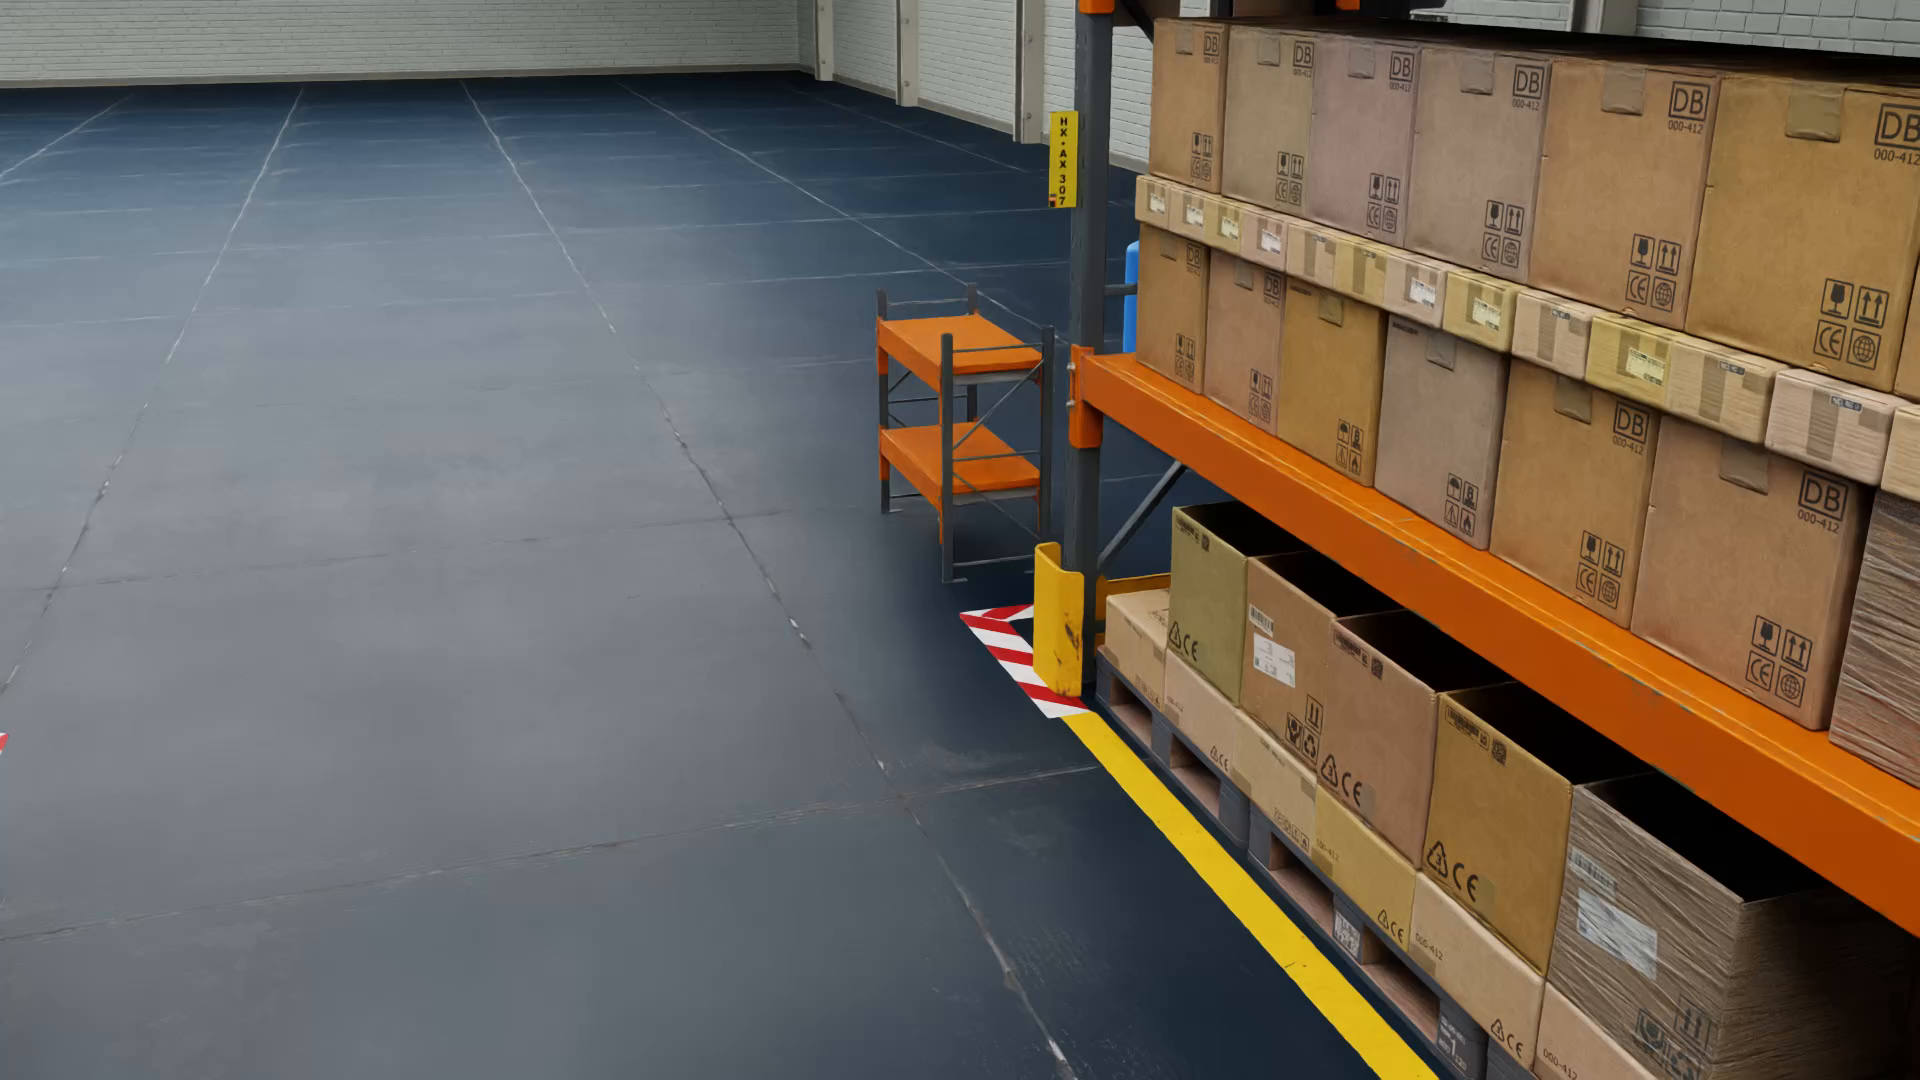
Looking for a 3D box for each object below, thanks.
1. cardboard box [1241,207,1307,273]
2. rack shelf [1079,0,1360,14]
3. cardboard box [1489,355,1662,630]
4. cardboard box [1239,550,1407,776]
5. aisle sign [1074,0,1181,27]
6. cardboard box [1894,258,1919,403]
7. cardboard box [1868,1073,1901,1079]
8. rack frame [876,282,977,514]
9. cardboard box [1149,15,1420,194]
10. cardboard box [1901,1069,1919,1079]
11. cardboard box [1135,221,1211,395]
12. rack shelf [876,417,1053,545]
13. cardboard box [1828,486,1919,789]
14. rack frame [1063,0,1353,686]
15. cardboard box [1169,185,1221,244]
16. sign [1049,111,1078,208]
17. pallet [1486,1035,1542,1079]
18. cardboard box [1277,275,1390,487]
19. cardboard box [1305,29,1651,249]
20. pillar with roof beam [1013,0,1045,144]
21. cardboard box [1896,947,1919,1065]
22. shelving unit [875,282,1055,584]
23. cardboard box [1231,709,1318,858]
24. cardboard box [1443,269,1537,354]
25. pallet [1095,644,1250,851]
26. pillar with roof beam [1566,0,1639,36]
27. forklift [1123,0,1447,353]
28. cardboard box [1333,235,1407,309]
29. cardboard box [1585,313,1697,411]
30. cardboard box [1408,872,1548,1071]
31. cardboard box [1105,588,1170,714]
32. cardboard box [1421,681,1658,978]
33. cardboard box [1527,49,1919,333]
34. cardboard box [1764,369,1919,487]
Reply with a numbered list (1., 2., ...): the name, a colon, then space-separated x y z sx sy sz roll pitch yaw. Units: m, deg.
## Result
1. cardboard box: 1.044 -0.880 4.822 0.380 0.149 0.250 -7 21 -18
2. rack shelf: 1.514 -1.354 3.875 1.077 0.370 4.000 -6 21 -17
3. cardboard box: 1.671 -0.158 3.770 0.700 0.500 0.500 -6 21 -16
4. cardboard box: 1.171 0.336 4.880 0.500 0.500 0.500 -6 21 -17
5. aisle sign: 0.574 -2.134 5.576 0.394 0.787 0.004 -6 21 -17
6. cardboard box: 1.997 -0.438 2.632 0.700 0.500 0.500 -6 21 -17
7. cardboard box: 1.789 1.332 3.217 0.500 0.250 0.500 -6 21 -17
8. rack frame: -0.158 -0.690 8.174 0.500 1.125 0.032 -6 21 -17
9. cardboard box: 1.036 -1.412 5.343 0.700 0.500 0.500 -6 21 -17
10. cardboard box: 2.284 1.277 3.371 0.500 0.250 0.500 -6 21 -17
11. cardboard box: 1.020 -0.818 5.609 0.700 0.500 0.500 -6 21 -17
12. rack shelf: 0.002 -0.297 7.803 0.538 0.278 1.000 -6 21 -17
13. cardboard box: 1.997 0.172 2.851 0.700 0.500 0.500 -7 21 -19
14. rack frame: 0.885 -0.922 6.047 1.000 3.000 0.127 -6 21 -17
15. cardboard box: 0.890 -1.042 5.271 0.380 0.149 0.250 -7 21 -19
16. sign: 0.356 -1.310 5.729 0.100 0.325 0.005 -6 21 -17
17. pallet: 1.932 1.414 3.668 1.003 0.211 1.213 -6 21 -17
18. cardboard box: 1.340 -0.490 4.696 0.700 0.500 0.500 -6 21 -17
19. cardboard box: 1.366 -1.082 4.425 0.700 0.500 0.500 -6 21 -17
20. pillar with roof beam: -3.117 -9.460 20.941 9.100 9.000 0.400 -6 21 -17
21. cardboard box: 2.129 0.763 3.692 0.500 0.500 0.500 -6 21 -17
22. shelving unit: 0.002 -0.527 7.720 0.538 1.125 1.048 -6 21 -17
23. cardboard box: 1.160 0.690 5.004 0.500 0.250 0.500 -6 21 -17
24. cardboard box: 1.370 -0.548 3.898 0.380 0.149 0.250 -6 21 -15
25. pallet: 1.165 0.631 5.848 1.003 0.211 1.213 -6 21 -17
26. pillar with roof beam: 0.655 -5.609 10.219 9.100 9.000 0.400 -6 21 -17
27. forklift: 2.233 -2.347 10.115 1.130 2.935 3.031 15 24 35
28. cardboard box: 1.211 -0.713 4.356 0.380 0.149 0.250 -7 21 -18
29. cardboard box: 1.535 -0.382 3.436 0.380 0.149 0.250 -6 21 -17
30. cardboard box: 1.470 1.012 4.109 0.500 0.250 0.500 -6 21 -17
31. cardboard box: 0.842 0.370 5.896 0.500 0.250 0.500 -6 21 -17
32. cardboard box: 1.482 0.657 3.986 0.500 0.500 0.500 -6 21 -17
33. cardboard box: 1.680 -0.761 3.531 0.700 0.500 0.500 -6 21 -17
34. cardboard box: 1.693 -0.219 2.981 0.380 0.149 0.250 -7 21 -19
